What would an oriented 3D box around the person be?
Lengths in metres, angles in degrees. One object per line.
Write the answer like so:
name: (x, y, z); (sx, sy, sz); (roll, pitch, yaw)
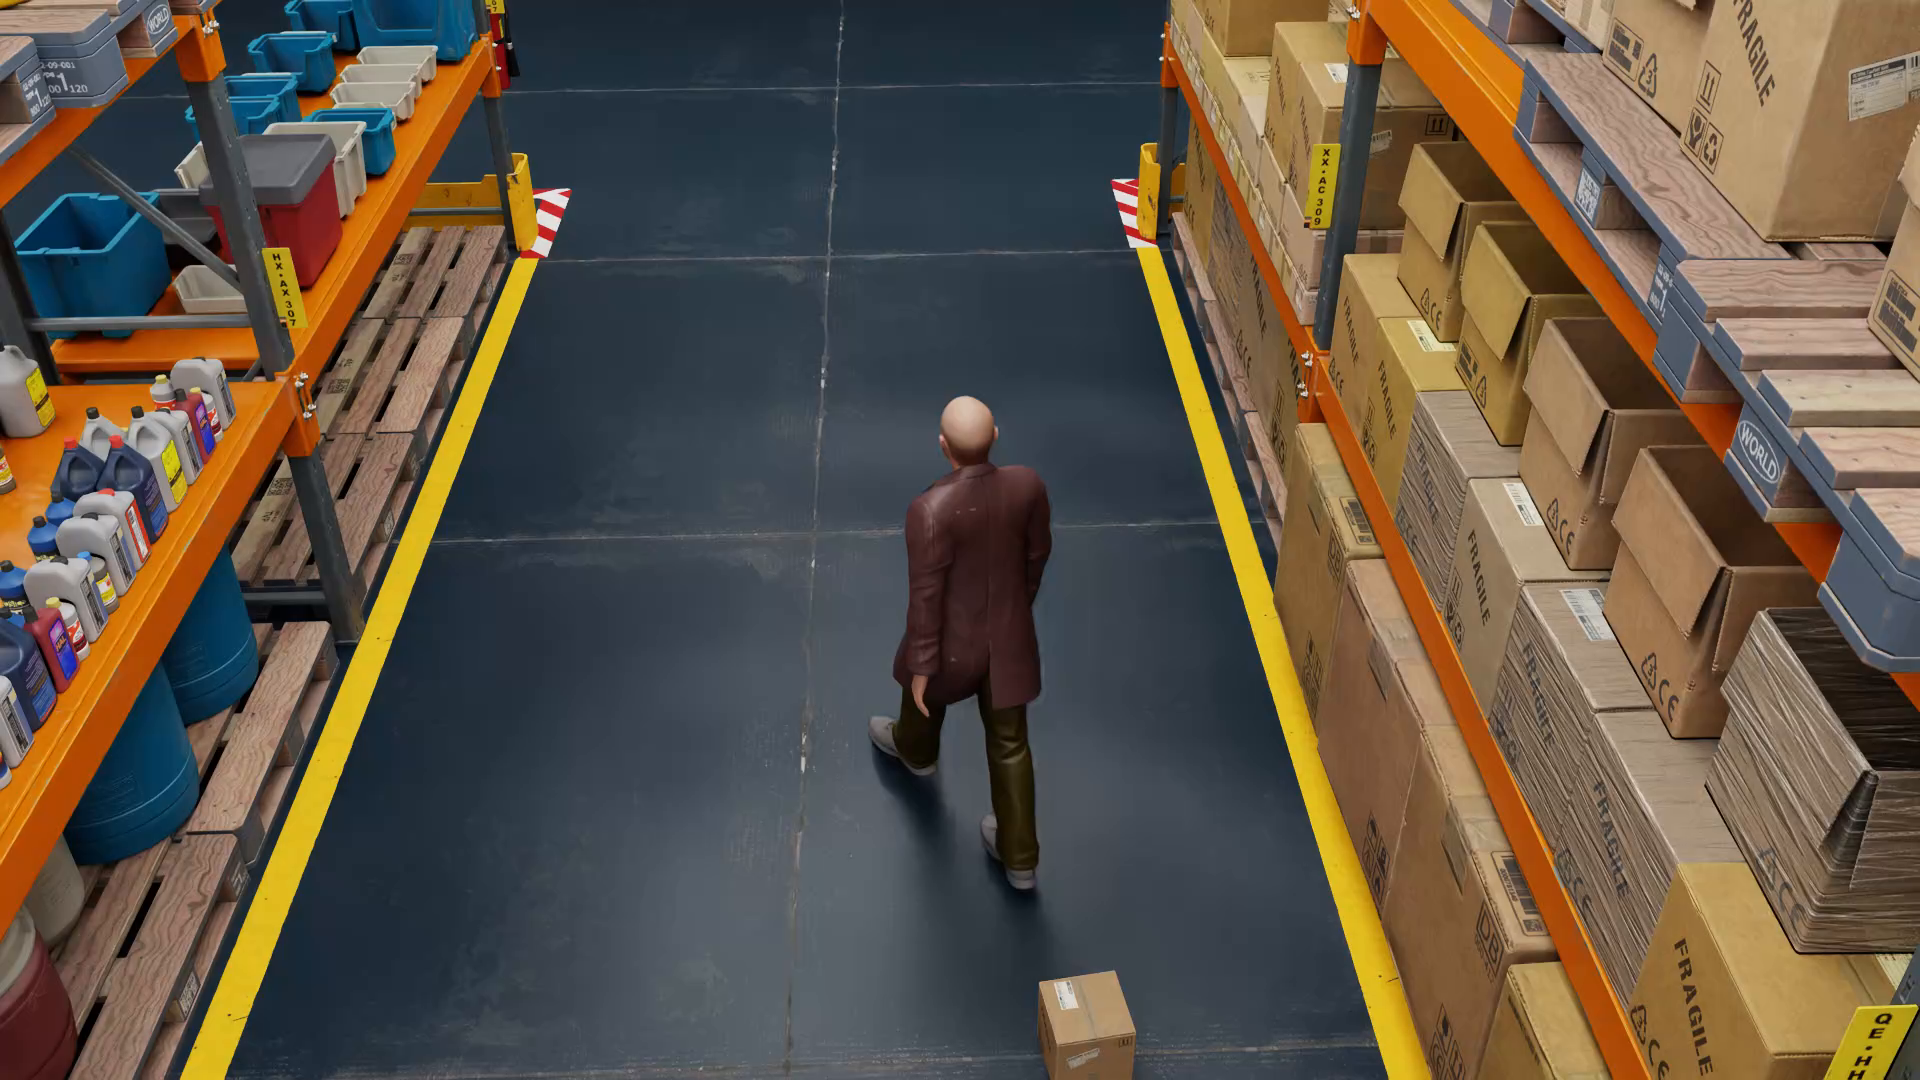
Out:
person: (0.026, 0.271, 5.747); (0.611, 1.720, 1.049); (-14, 37, -19)
